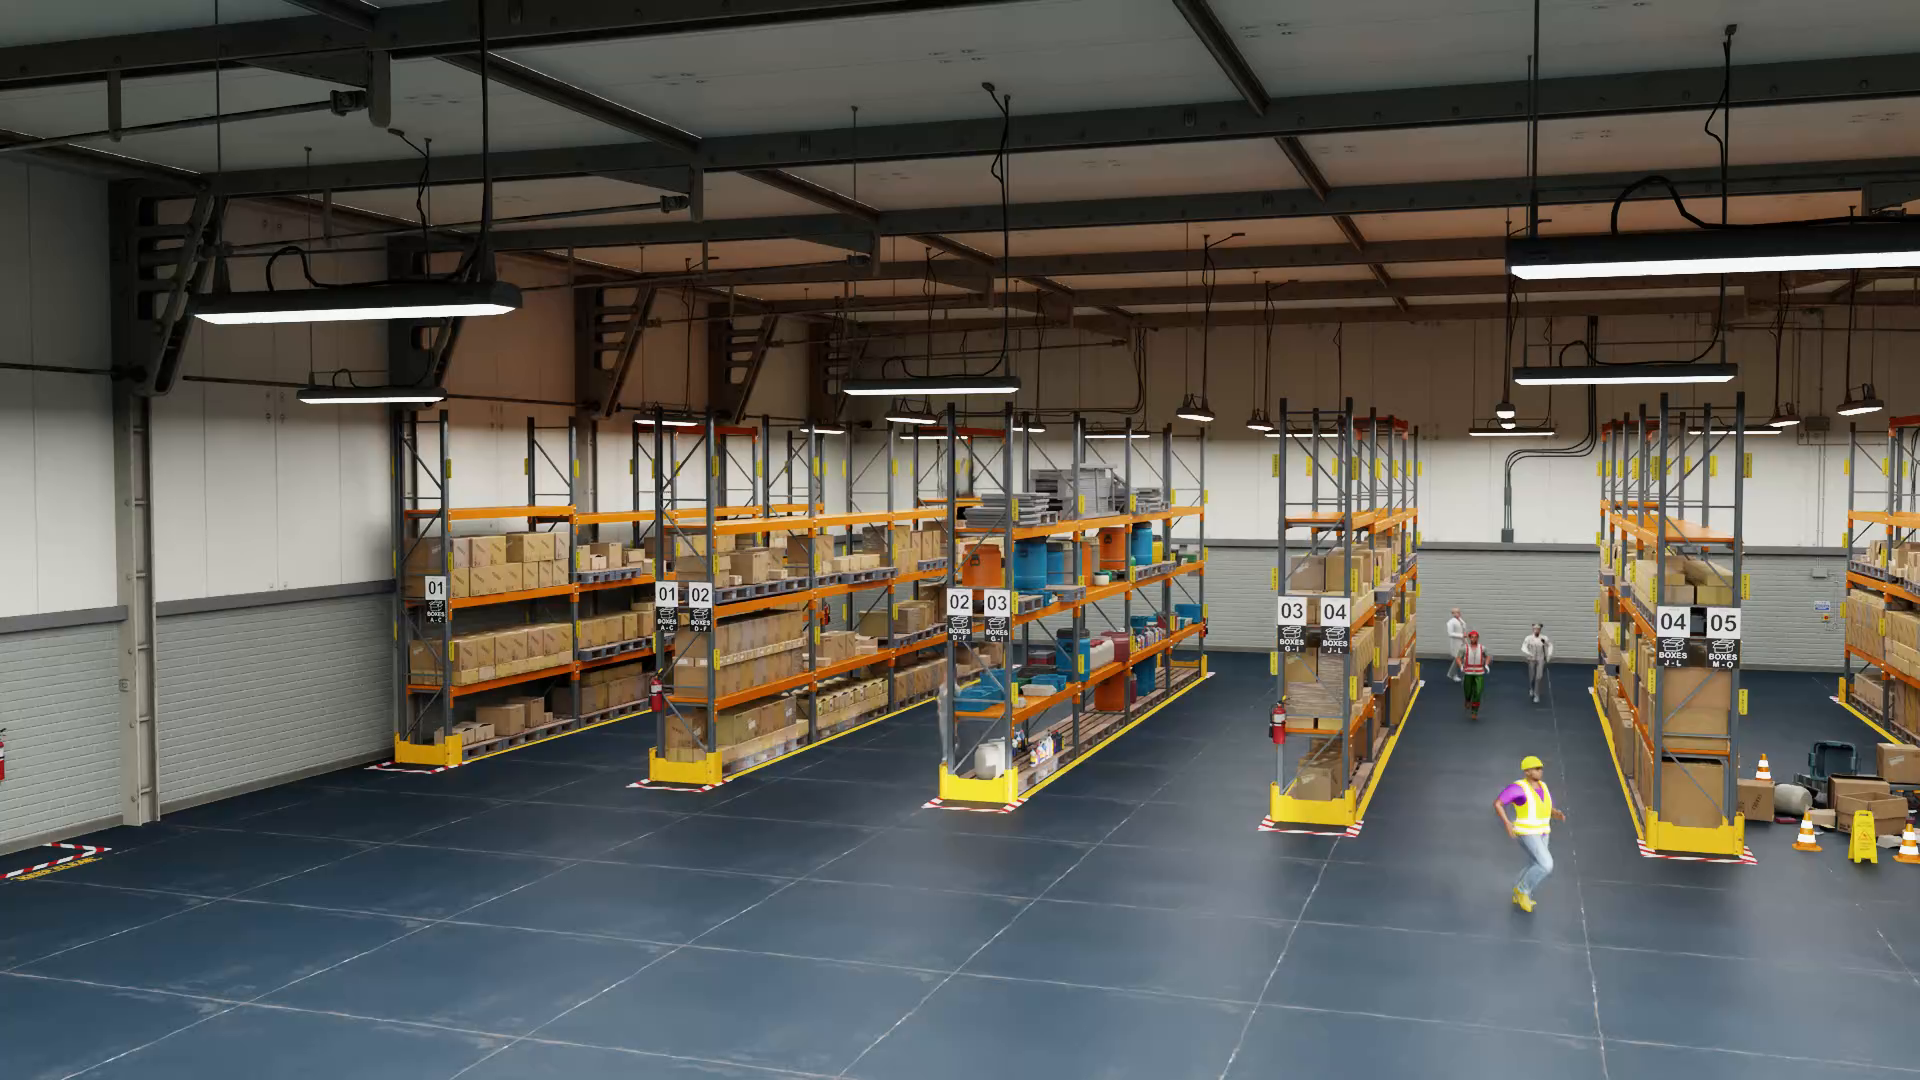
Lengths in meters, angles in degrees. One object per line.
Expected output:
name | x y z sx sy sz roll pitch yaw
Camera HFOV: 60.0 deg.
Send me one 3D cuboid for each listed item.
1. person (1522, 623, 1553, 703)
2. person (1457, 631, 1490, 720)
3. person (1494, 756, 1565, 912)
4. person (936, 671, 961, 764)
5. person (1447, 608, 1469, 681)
person | 12.448 2.623 35.877 0.637 1.713 0.814 1 3 22
person | 10.316 2.693 33.390 0.666 1.759 0.831 1 2 12
person | 6.485 3.314 18.742 0.685 1.740 0.665 -2 3 -35
person | -0.166 3.010 28.422 0.539 1.580 0.636 1 3 24
person | 11.569 2.460 38.544 0.690 1.781 0.940 -1 3 -31
